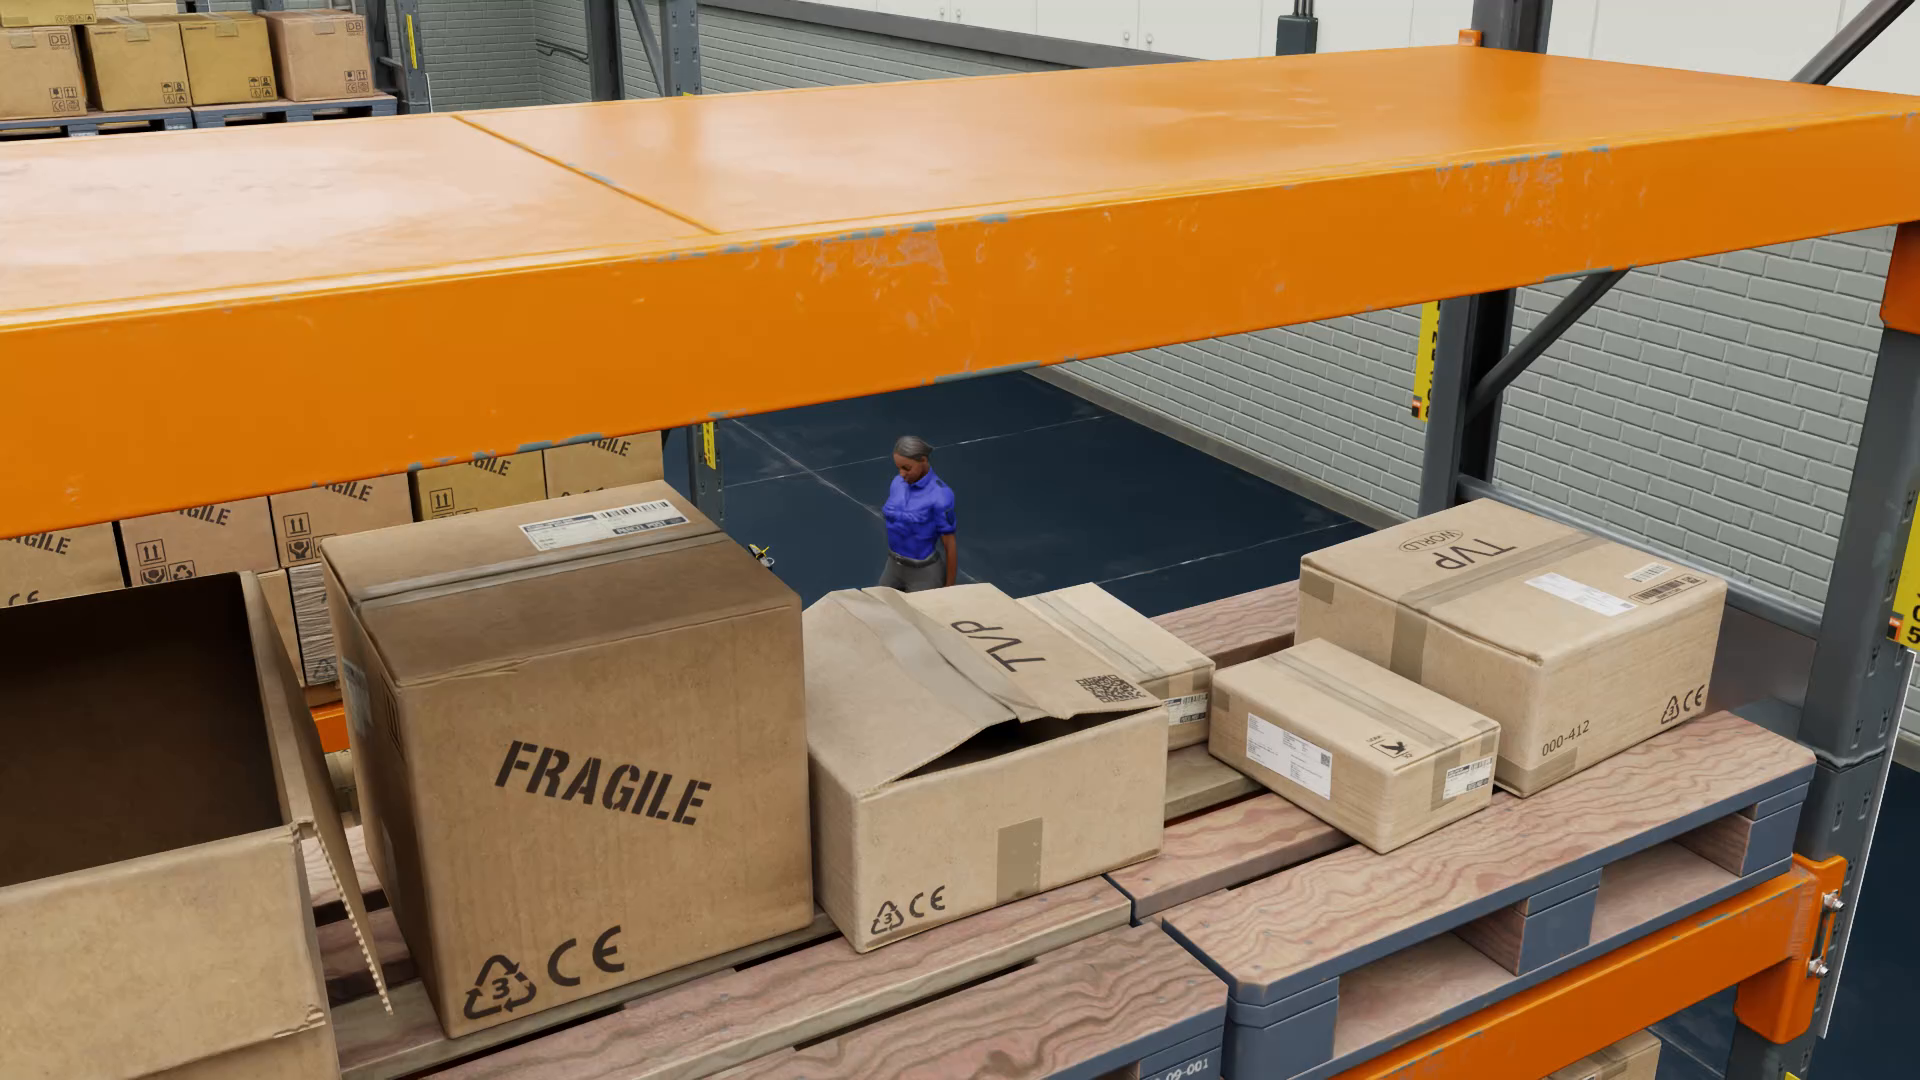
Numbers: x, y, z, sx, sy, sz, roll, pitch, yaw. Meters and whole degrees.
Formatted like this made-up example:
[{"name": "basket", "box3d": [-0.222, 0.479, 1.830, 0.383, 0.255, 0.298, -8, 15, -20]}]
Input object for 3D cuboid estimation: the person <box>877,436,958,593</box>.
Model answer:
[{"name": "person", "box3d": [-0.231, 0.214, 9.048, 0.541, 1.654, 0.523, 19, 28, 38]}]
